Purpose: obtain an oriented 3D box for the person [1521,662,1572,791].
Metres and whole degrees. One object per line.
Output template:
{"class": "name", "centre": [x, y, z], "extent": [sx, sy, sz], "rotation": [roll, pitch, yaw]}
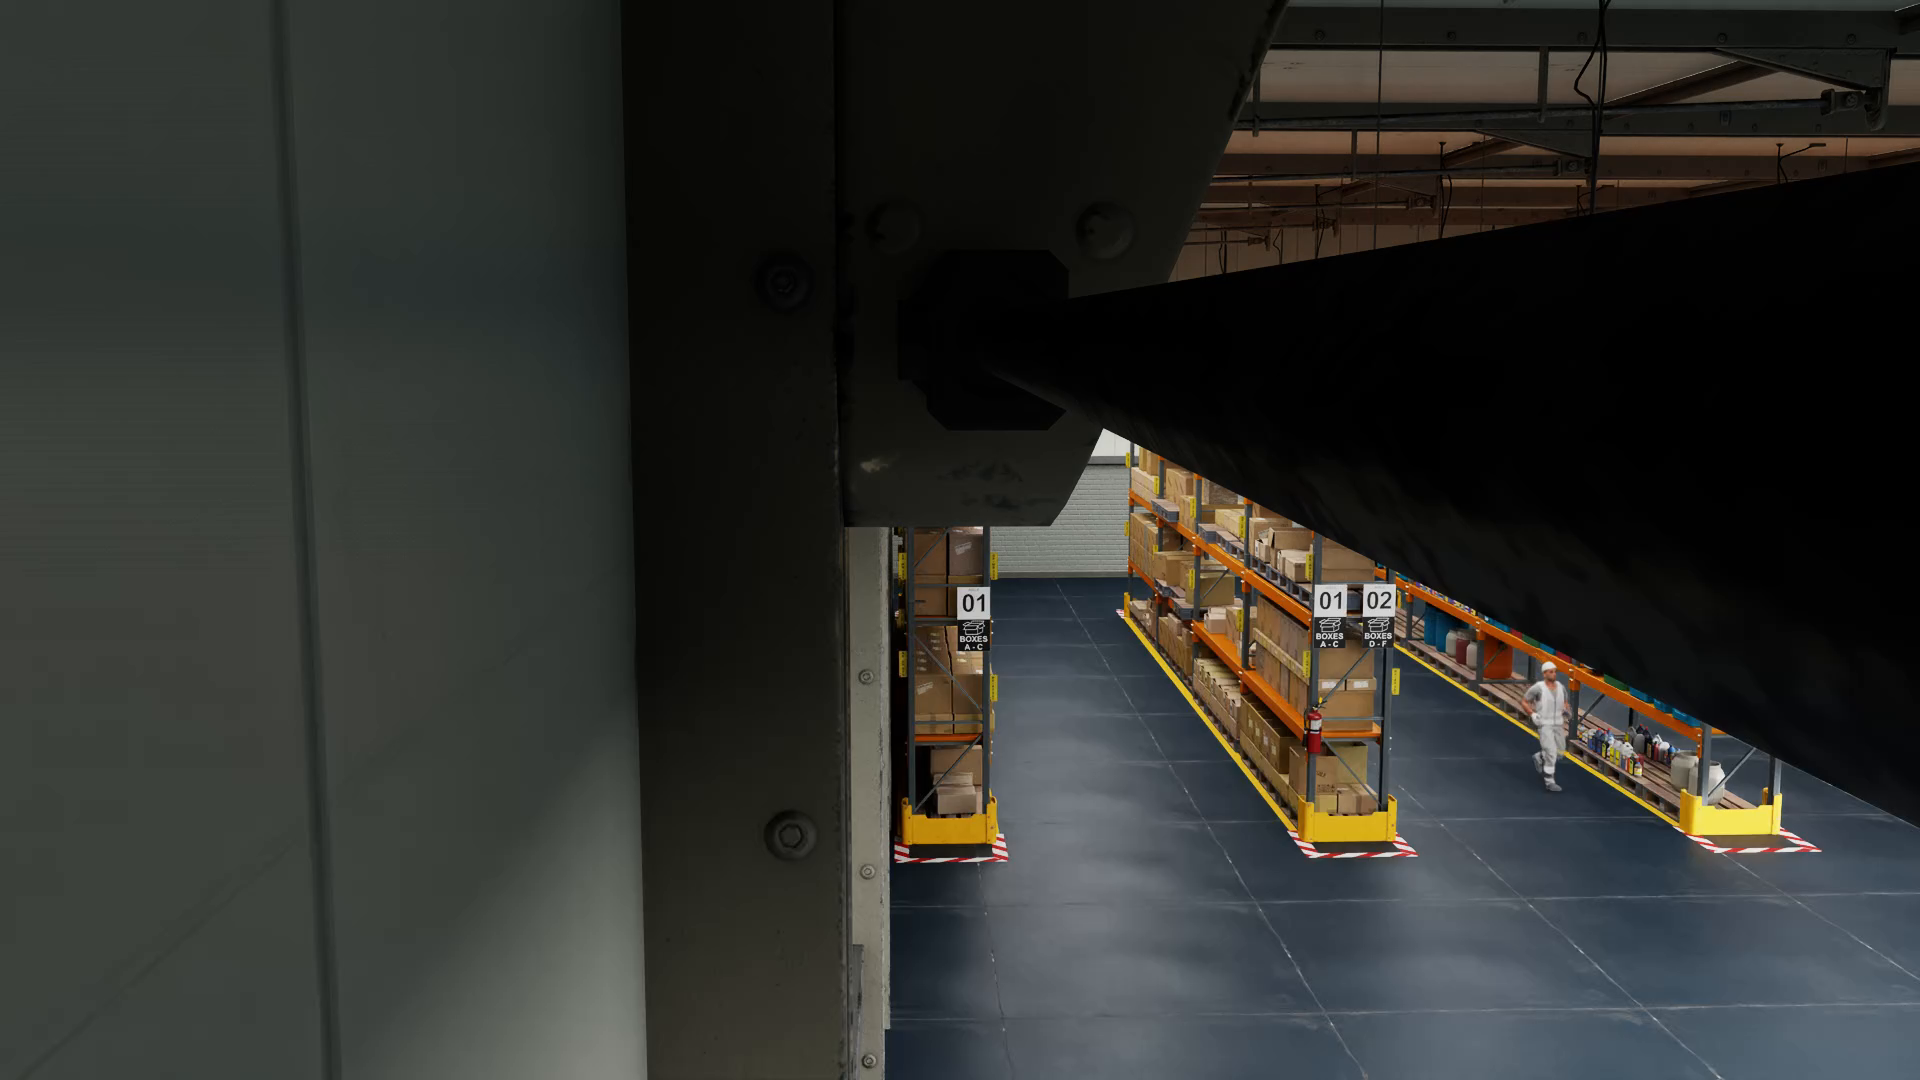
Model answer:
{"class": "person", "centre": [8.082, 2.540, 22.904], "extent": [0.663, 1.748, 0.780], "rotation": [-2, 8, -14]}
